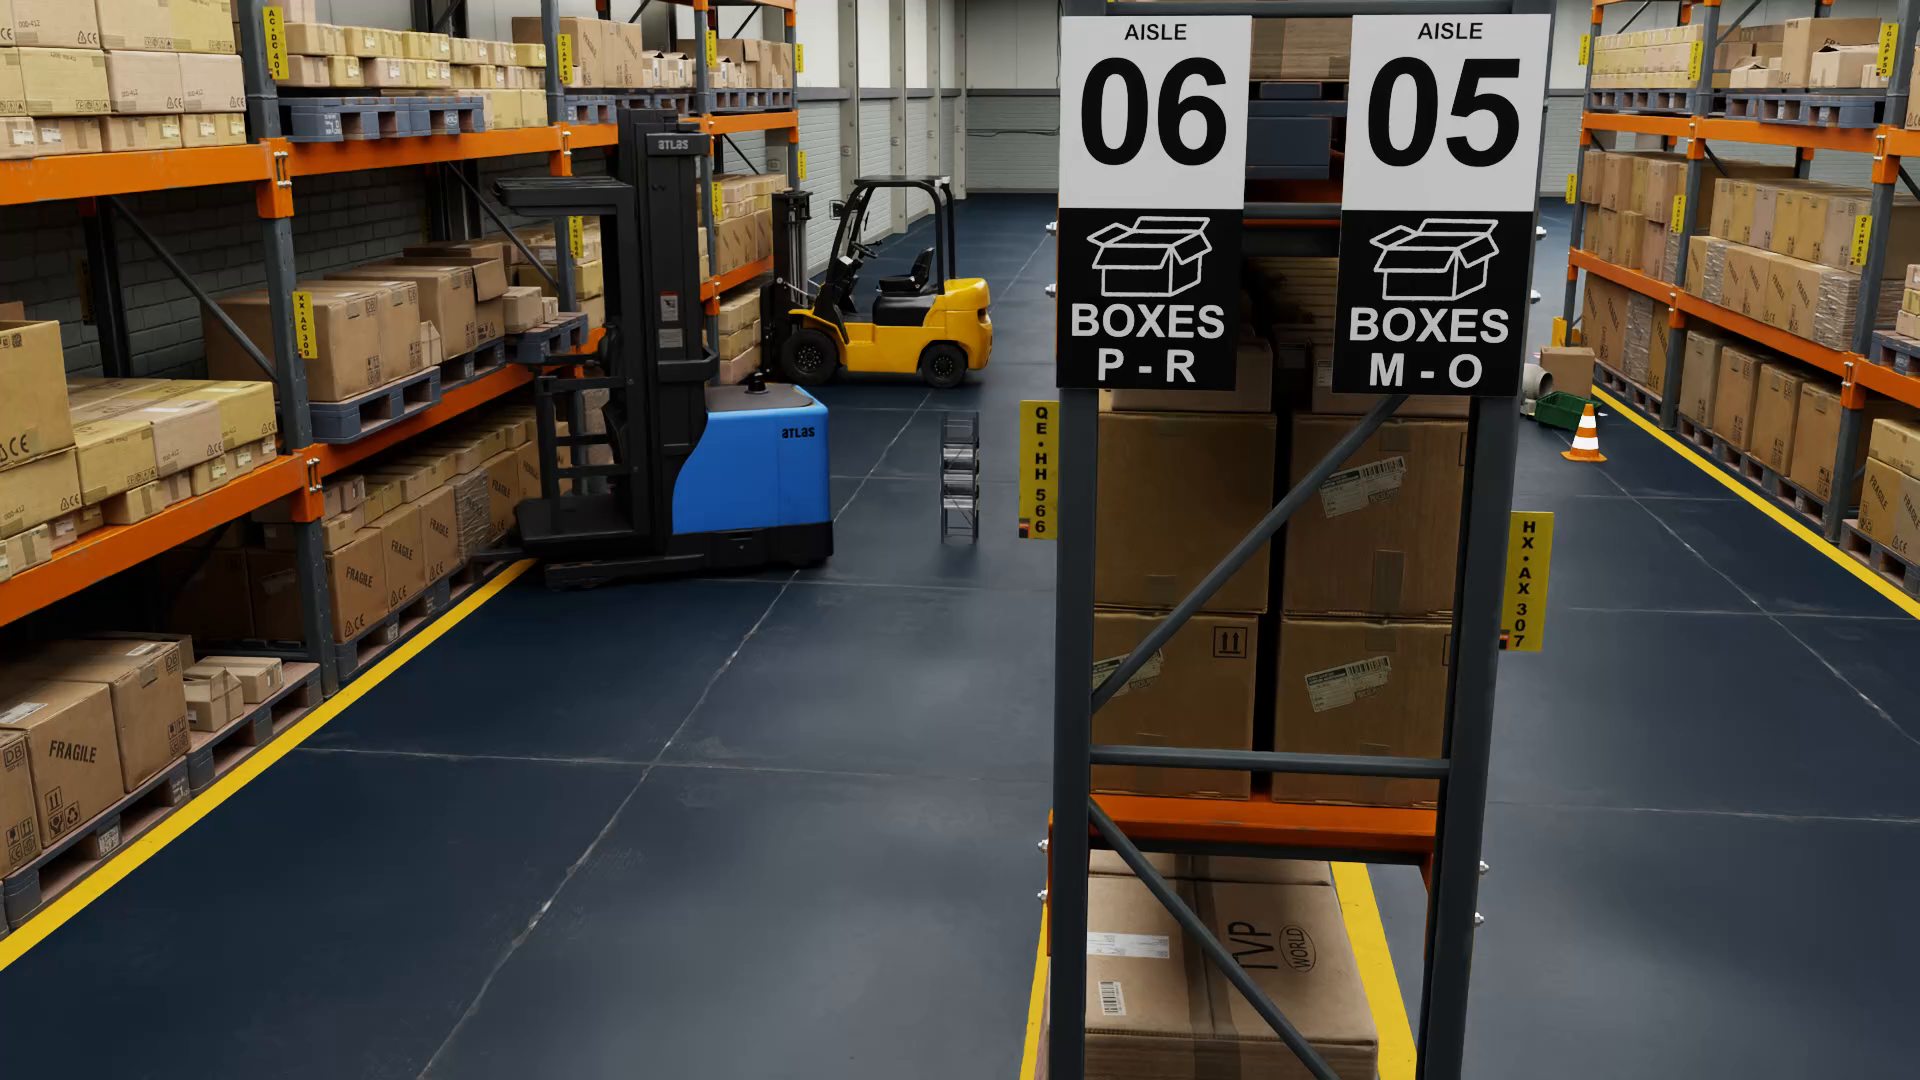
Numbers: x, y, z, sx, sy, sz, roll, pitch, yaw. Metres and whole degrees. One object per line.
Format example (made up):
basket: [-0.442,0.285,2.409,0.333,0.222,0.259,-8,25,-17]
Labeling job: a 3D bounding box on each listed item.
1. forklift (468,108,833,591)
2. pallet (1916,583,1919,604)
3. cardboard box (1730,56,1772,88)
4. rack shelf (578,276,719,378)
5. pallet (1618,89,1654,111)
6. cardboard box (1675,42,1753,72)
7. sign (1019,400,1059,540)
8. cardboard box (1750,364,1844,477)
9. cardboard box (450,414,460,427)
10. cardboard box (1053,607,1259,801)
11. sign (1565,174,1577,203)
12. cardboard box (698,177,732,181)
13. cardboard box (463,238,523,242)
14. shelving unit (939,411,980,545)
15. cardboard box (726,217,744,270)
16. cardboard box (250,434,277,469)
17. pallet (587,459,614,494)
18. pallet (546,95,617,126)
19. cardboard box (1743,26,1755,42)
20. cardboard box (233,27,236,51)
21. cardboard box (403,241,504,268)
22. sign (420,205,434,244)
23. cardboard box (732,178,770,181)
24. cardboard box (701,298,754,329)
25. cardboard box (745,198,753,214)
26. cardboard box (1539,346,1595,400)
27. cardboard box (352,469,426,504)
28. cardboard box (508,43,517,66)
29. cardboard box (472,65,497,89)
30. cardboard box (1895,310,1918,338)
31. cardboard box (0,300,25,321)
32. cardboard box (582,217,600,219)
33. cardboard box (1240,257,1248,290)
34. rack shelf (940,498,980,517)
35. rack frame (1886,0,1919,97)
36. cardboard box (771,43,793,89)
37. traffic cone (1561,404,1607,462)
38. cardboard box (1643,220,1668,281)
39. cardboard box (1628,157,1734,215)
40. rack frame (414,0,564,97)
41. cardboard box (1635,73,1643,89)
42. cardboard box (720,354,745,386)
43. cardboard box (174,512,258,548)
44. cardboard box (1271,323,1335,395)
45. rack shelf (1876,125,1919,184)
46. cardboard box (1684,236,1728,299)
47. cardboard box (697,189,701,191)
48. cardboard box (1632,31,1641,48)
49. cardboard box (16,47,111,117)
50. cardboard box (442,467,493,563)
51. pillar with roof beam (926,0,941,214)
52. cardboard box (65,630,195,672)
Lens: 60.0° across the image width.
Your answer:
forklift: [-2.416,-1.246,10.655,3.031,2.935,1.130,-5,16,-17]
pallet: [6.328,0.442,9.623,1.003,0.211,1.213,2,15,6]
cardboard box: [6.693,-3.945,14.019,0.258,0.266,0.396,1,15,5]
rack shelf: [-3.079,-1.859,14.167,1.077,0.370,4.000,2,15,6]
pallet: [7.252,-4.392,16.583,1.003,0.211,1.213,2,15,6]
cardboard box: [6.809,-4.365,15.034,0.500,0.250,0.500,2,15,6]
sign: [0.187,-0.160,3.835,0.100,0.325,0.005,2,15,6]
cardboard box: [6.811,-0.921,12.828,1.050,0.750,0.750,2,15,7]
cardboard box: [-3.730,-0.802,11.624,0.380,0.149,0.250,2,15,8]
cardboard box: [0.517,0.352,4.423,0.500,0.500,0.500,2,15,7]
sign: [6.910,-3.971,18.792,0.100,0.325,0.005,2,15,6]
cardboard box: [-2.774,-3.987,18.655,0.380,0.149,0.250,2,15,7]
cardboard box: [-3.550,-2.210,12.655,0.380,0.149,0.250,2,15,8]
shelving unit: [-0.001,-0.432,11.537,0.258,0.900,0.210,2,15,6]
cardboard box: [-2.501,-3.016,16.877,0.500,0.500,0.500,2,15,7]
cardboard box: [-3.541,-0.438,8.018,0.380,0.149,0.250,2,15,7]
pallet: [-3.173,-0.553,13.304,1.003,0.211,1.213,2,15,6]
pallet: [-3.317,-3.223,12.449,1.213,0.211,1.003,2,15,9]
cardboard box: [7.444,-4.639,15.281,0.380,0.149,0.250,2,15,6]
cardboard box: [-3.831,-2.520,8.402,0.380,0.149,0.250,2,15,7]
cardboard box: [-3.518,-1.809,11.610,0.500,0.500,0.500,2,15,9]
sign: [-3.856,-2.262,12.061,0.100,0.325,0.005,2,15,6]
cardboard box: [-2.334,-3.972,18.601,0.380,0.149,0.250,2,15,7]
cardboard box: [-2.419,-2.331,17.084,0.500,0.250,0.500,2,15,6]
cardboard box: [-2.383,-3.492,17.396,0.380,0.149,0.250,1,15,4]
cardboard box: [6.164,-1.687,16.939,0.500,0.500,0.500,4,16,16]
cardboard box: [-3.396,-0.320,9.842,0.380,0.149,0.250,2,15,6]
cardboard box: [-3.184,-3.236,11.089,0.380,0.149,0.250,1,15,4]
cardboard box: [-3.194,-2.956,10.626,0.380,0.149,0.250,2,15,6]
cardboard box: [6.307,-1.394,10.746,0.380,0.149,0.250,1,15,5]
cardboard box: [-4.188,-0.705,6.802,0.500,0.500,0.500,1,15,5]
cardboard box: [-3.226,-2.802,14.842,0.380,0.149,0.250,2,15,6]
cardboard box: [1.272,-1.064,6.499,0.380,0.149,0.250,2,15,6]
rack shelf: [-0.001,-0.226,11.592,0.258,0.077,0.200,2,15,6]
rack frame: [6.558,-4.318,10.393,1.000,3.000,0.127,2,15,6]
cardboard box: [-2.210,-5.387,18.905,0.500,0.500,0.500,2,15,8]
traffic cone: [5.357,-0.932,14.222,0.336,0.463,0.334,2,15,6]
cardboard box: [7.078,-2.772,15.878,0.875,0.550,0.550,2,15,6]
cardboard box: [7.281,-3.568,16.754,0.875,0.550,0.500,2,15,6]
rack frame: [-3.305,-4.583,11.372,1.000,3.000,0.127,2,15,6]
cardboard box: [6.904,-4.537,16.434,0.380,0.149,0.250,2,15,6]
cardboard box: [-2.470,-1.716,16.724,0.500,0.250,0.500,2,15,7]
cardboard box: [-4.001,-0.063,8.890,0.380,0.149,0.250,1,15,4]
cardboard box: [0.999,-0.465,4.286,0.380,0.149,0.250,2,15,8]
rack shelf: [6.332,-2.004,8.960,1.077,0.370,4.000,2,15,6]
cardboard box: [6.682,-2.380,14.524,0.500,0.500,0.500,2,15,7]
cardboard box: [-2.600,-3.375,16.391,0.380,0.149,0.250,2,15,7]
cardboard box: [6.933,-4.987,16.568,0.380,0.149,0.250,2,15,7]
cardboard box: [-3.679,-1.769,6.428,0.500,0.250,0.500,2,15,7]
cardboard box: [-3.302,-0.167,10.516,0.500,0.500,0.500,1,15,4]
pillar with roof beam: [3.610,-12.602,41.027,9.100,9.000,0.400,2,15,6]
cardboard box: [-4.065,0.610,8.007,0.500,0.311,0.500,2,15,8]
